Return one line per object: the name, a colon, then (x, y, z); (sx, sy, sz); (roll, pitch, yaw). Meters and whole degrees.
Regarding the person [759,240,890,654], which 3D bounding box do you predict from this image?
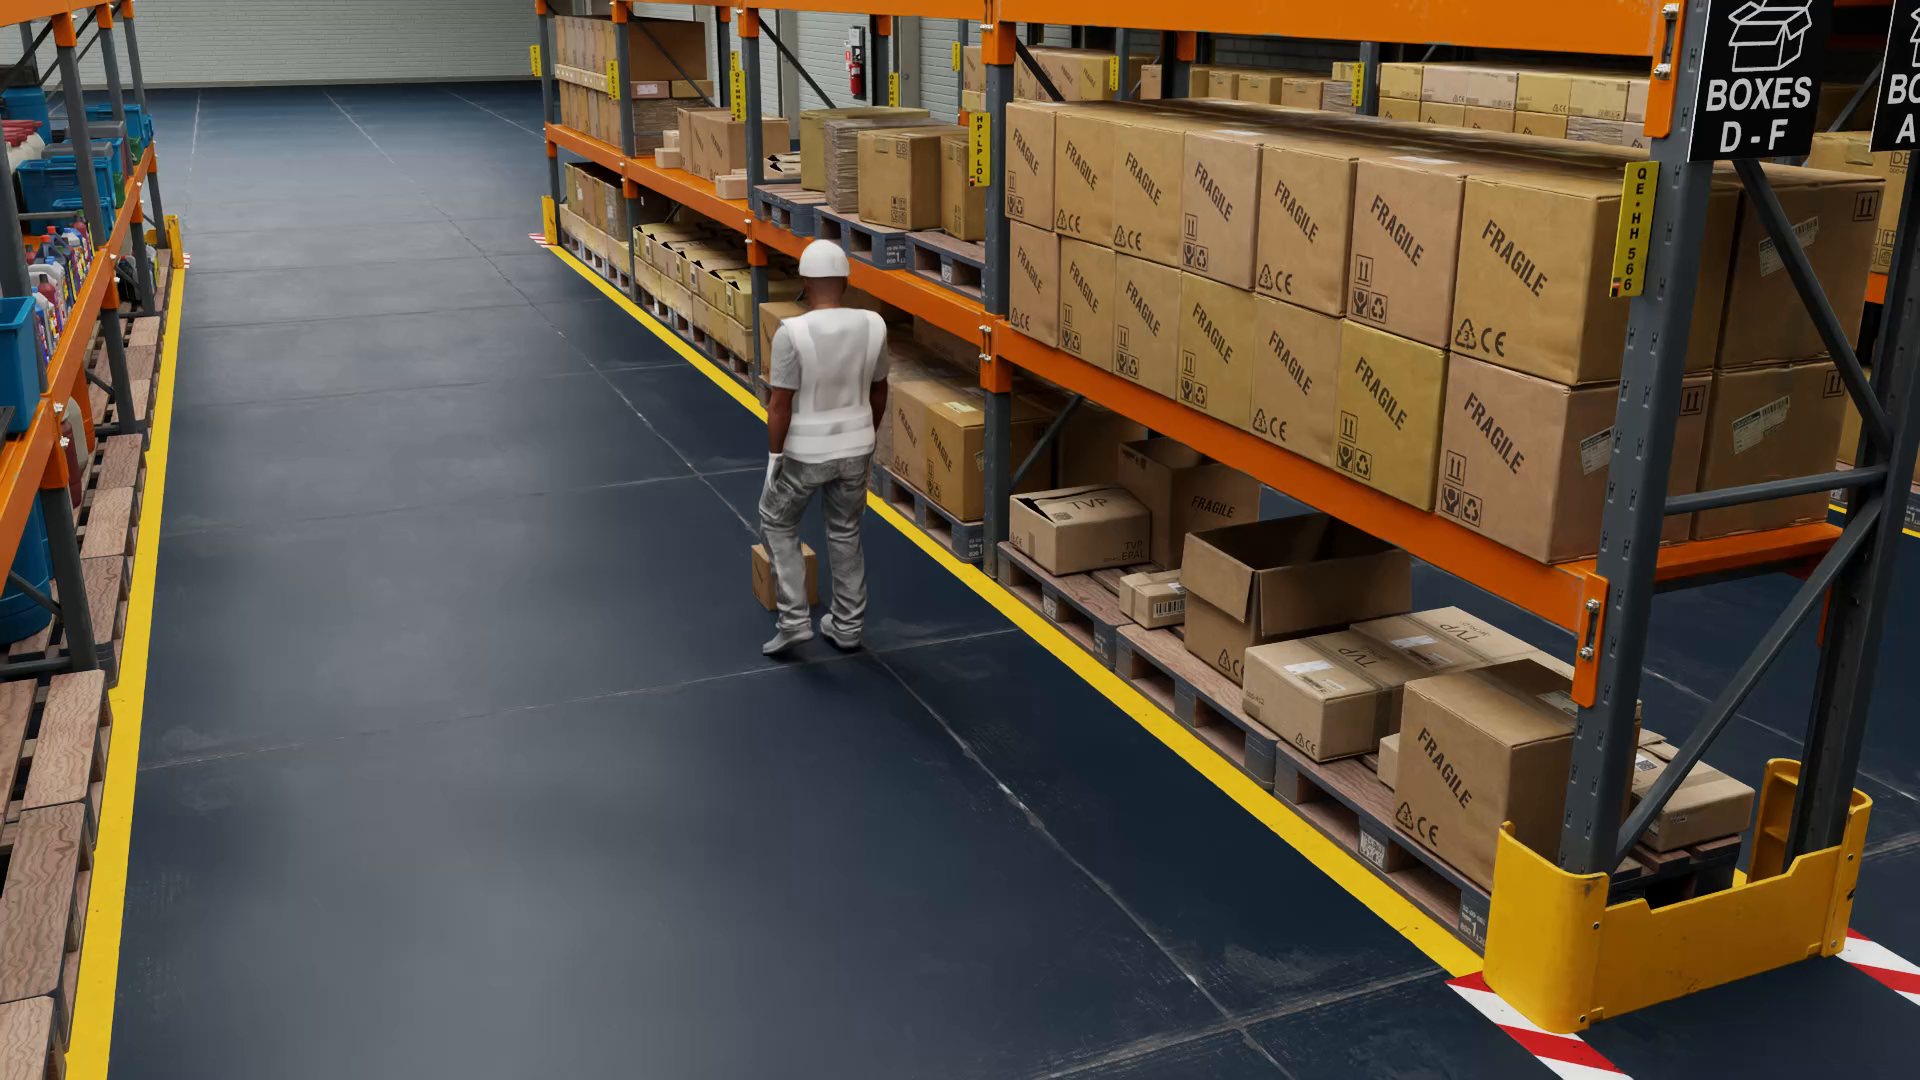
person: (-0.586, -0.363, 7.097); (0.601, 1.829, 0.408); (-11, 22, -30)
